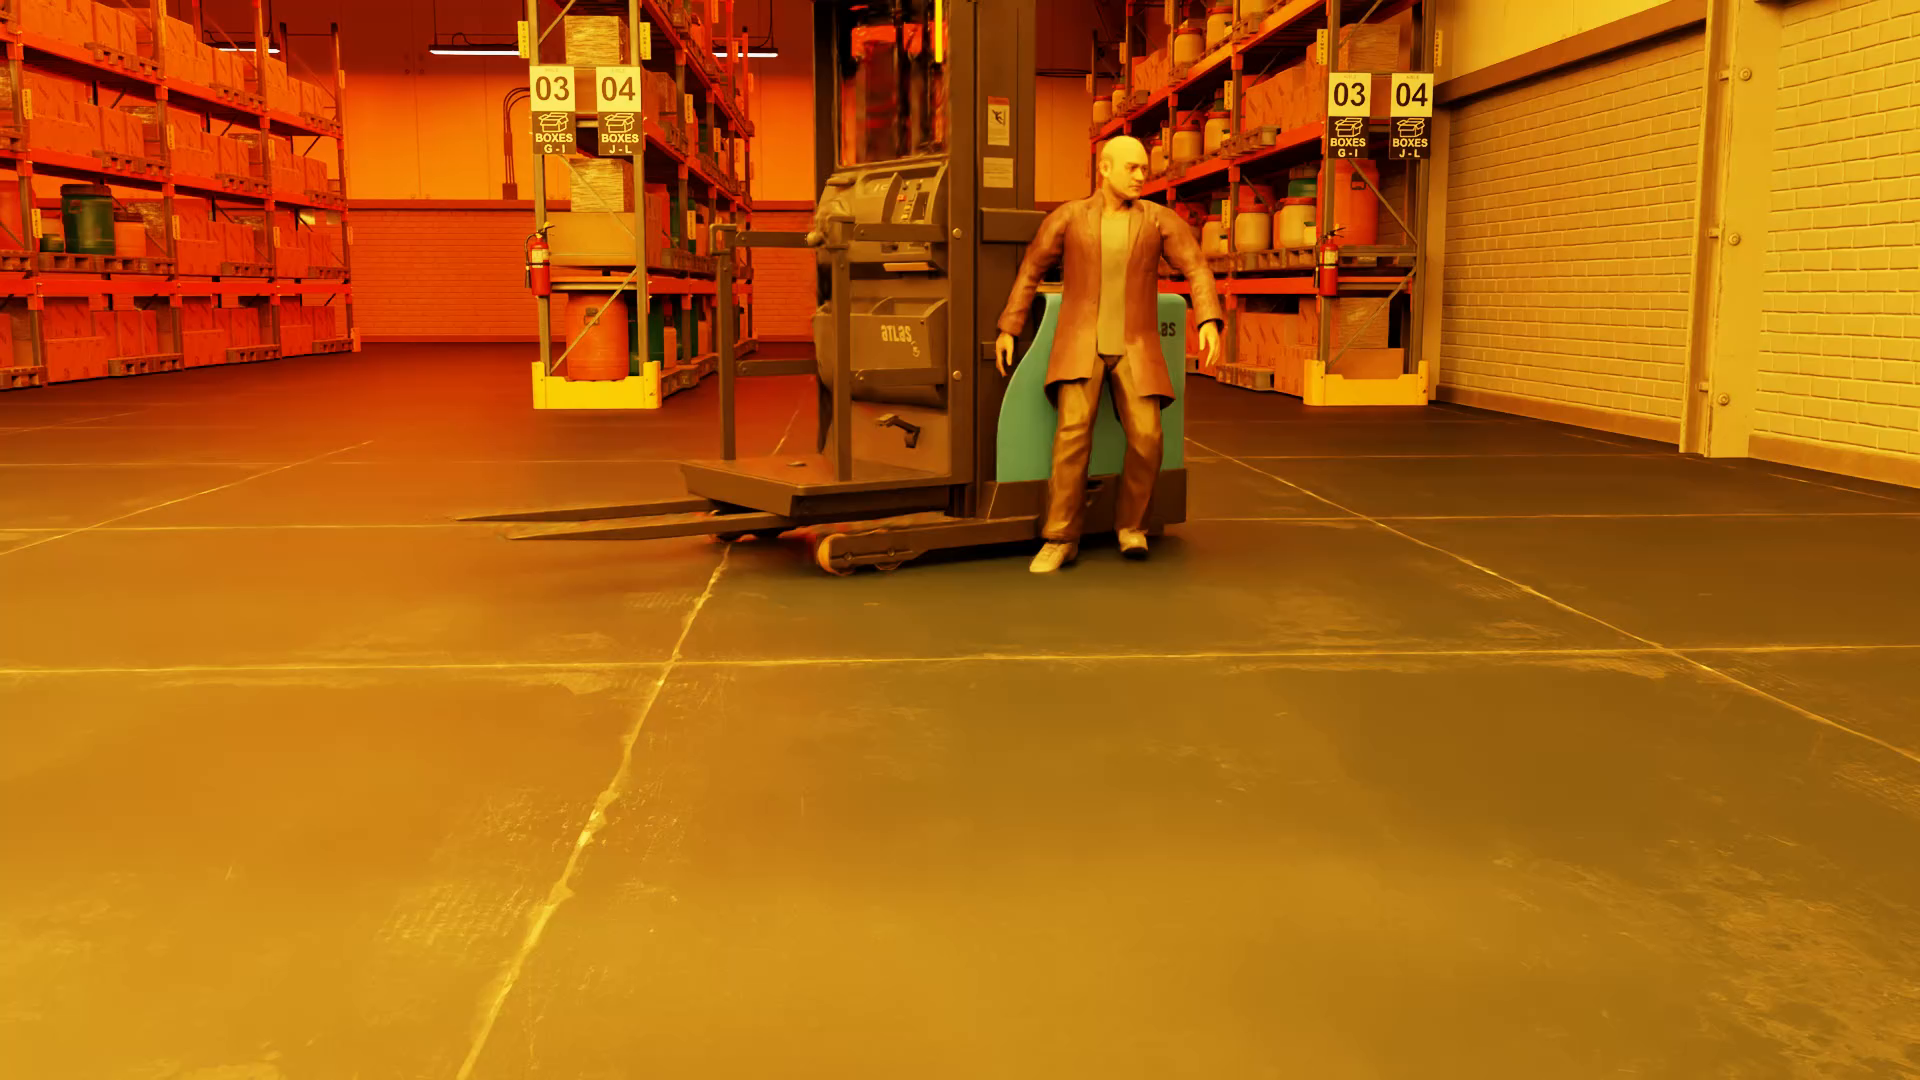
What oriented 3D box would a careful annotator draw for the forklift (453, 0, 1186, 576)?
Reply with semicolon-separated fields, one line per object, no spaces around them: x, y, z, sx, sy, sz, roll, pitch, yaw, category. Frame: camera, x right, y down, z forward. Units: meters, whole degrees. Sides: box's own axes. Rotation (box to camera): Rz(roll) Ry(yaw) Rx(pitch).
-0.506;-1.400;6.757;3.031;2.935;1.130;-6;10;-34;forklift

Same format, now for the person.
0.593;-0.731;6.653;0.912;1.756;0.669;0;8;0;person
